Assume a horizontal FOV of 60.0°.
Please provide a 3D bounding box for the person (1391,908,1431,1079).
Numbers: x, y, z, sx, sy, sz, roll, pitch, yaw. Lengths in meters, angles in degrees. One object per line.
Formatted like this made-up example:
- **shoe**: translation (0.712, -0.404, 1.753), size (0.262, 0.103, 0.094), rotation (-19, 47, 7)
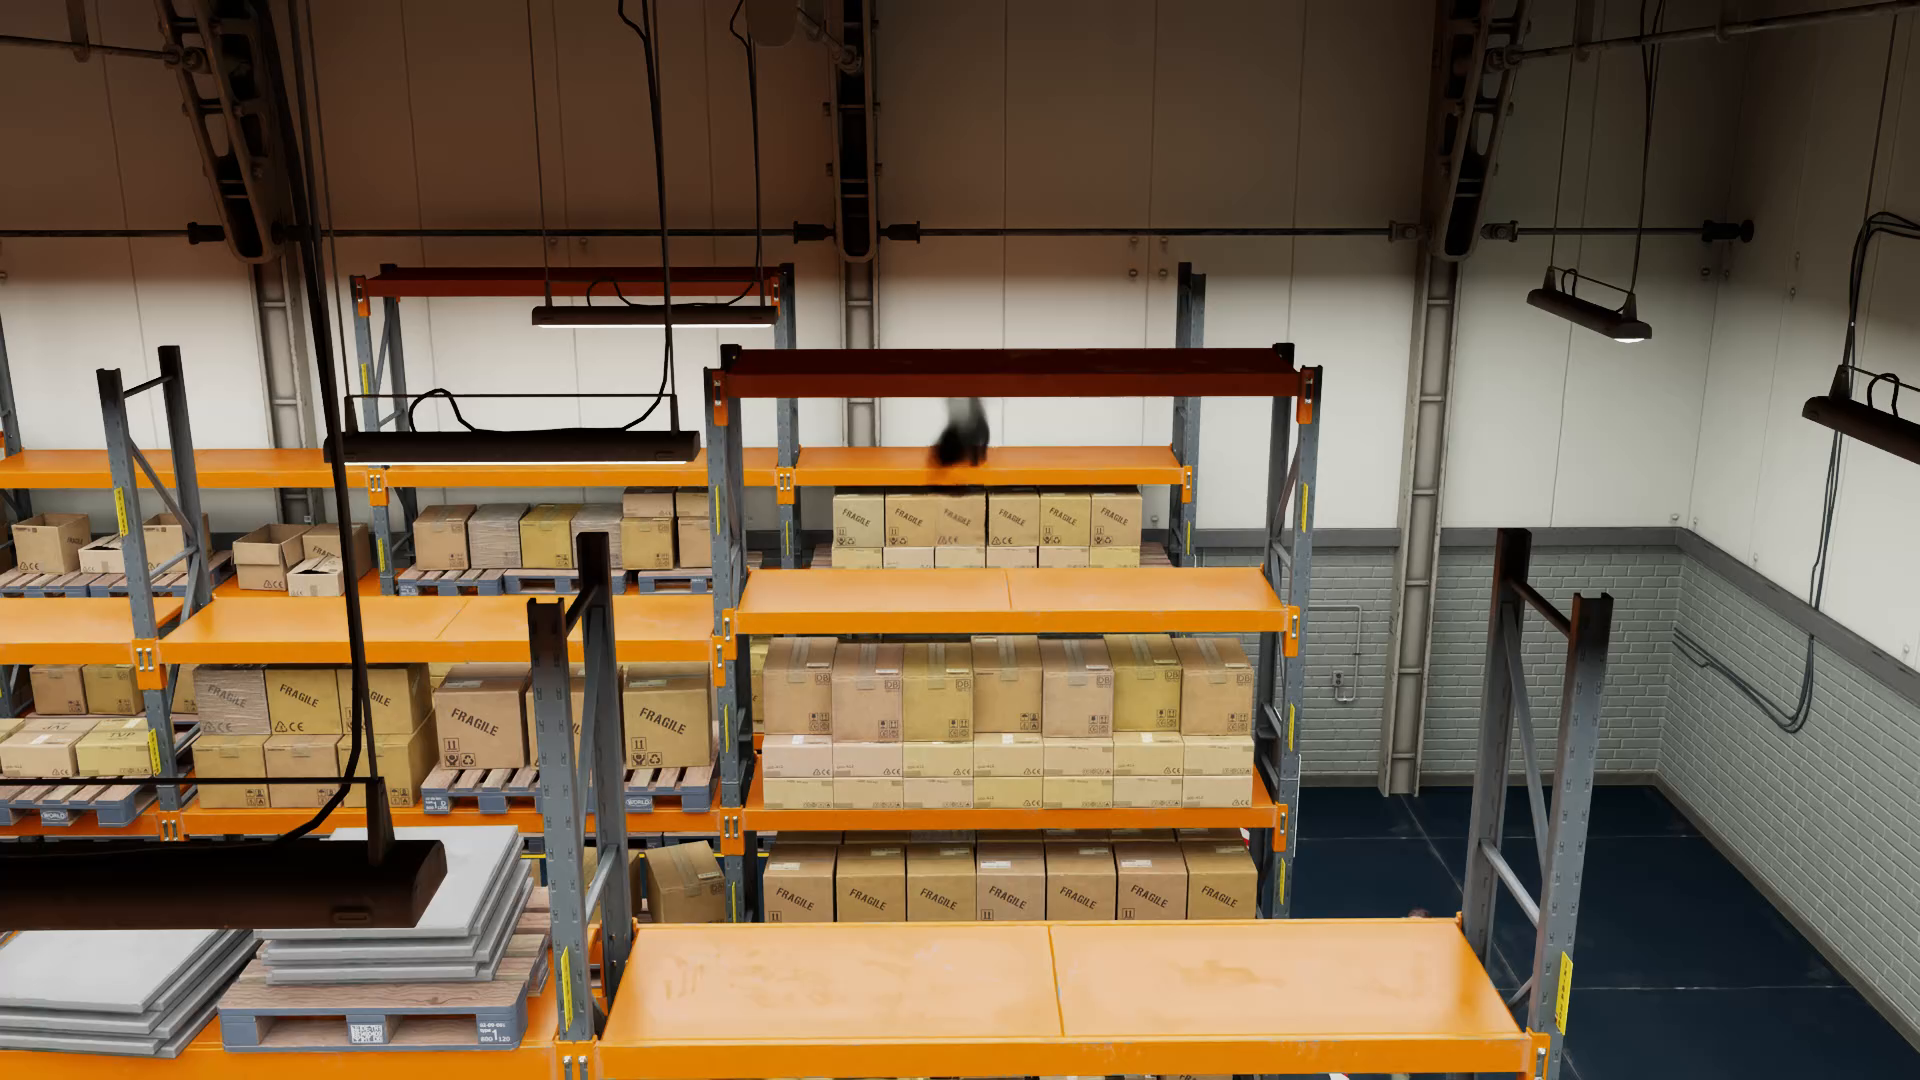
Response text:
- **person**: translation (3.651, 3.606, 13.230), size (0.551, 1.633, 0.905), rotation (9, 19, 29)
